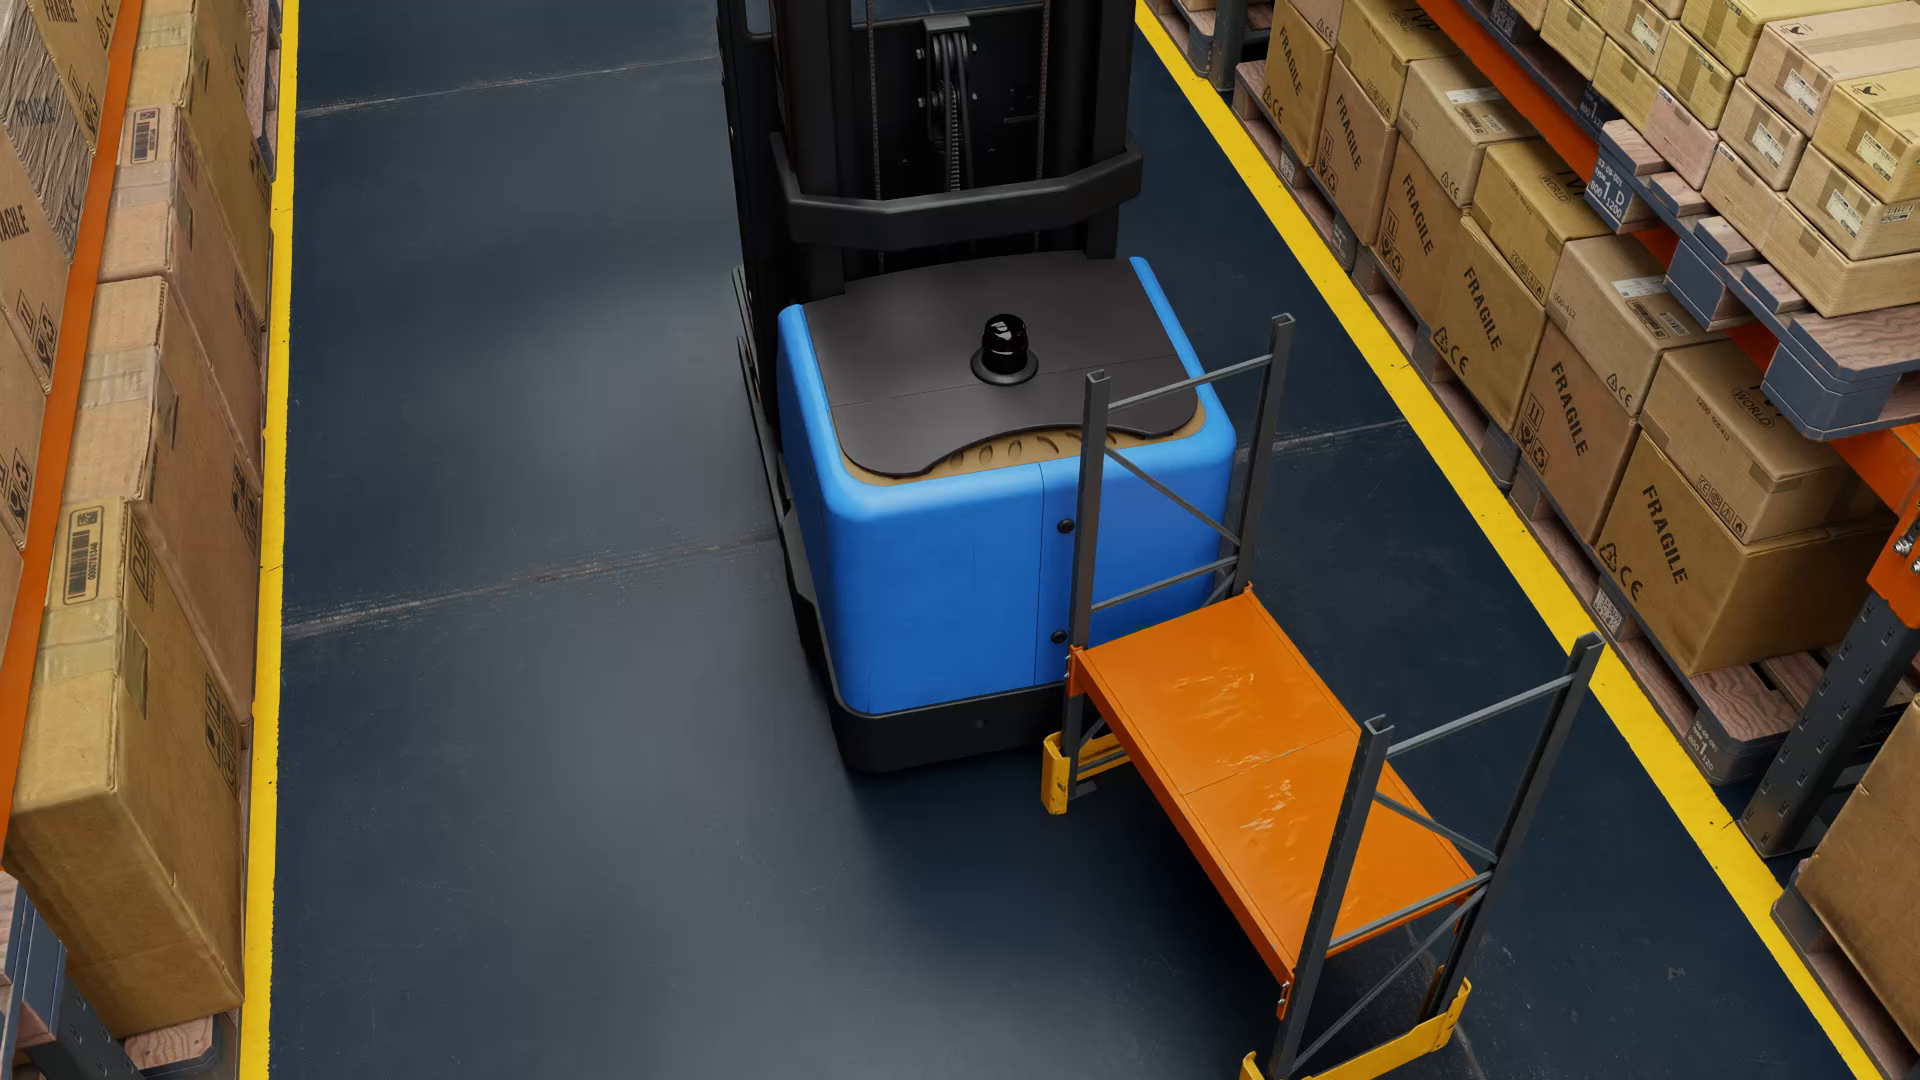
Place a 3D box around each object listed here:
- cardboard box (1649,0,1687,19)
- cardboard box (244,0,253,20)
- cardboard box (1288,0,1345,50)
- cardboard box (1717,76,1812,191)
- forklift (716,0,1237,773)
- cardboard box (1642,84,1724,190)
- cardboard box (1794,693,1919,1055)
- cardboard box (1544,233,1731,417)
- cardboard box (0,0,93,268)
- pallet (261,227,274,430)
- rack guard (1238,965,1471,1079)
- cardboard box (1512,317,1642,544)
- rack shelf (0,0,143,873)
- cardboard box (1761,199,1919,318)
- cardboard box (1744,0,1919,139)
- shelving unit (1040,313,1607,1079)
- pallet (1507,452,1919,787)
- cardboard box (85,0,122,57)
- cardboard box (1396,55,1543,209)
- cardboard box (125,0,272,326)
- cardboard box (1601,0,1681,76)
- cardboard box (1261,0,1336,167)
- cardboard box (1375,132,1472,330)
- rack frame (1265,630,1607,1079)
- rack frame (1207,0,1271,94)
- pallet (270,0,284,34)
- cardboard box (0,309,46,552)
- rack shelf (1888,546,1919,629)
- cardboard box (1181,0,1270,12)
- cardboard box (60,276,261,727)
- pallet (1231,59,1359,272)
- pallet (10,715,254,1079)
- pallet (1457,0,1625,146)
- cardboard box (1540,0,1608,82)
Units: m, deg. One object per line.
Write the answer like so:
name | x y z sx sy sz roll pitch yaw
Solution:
cardboard box | 1.826 -1.391 3.979 0.380 0.149 0.250 -9 46 -9
cardboard box | -3.571 -2.751 7.039 0.875 0.875 0.875 -11 47 -10
cardboard box | 1.505 -2.069 6.108 0.500 0.250 0.500 -13 47 -12
cardboard box | 1.959 -0.936 3.741 0.380 0.149 0.250 -9 46 -9
forklift | -0.143 -1.464 4.633 1.130 2.935 3.031 -9 46 -9
cardboard box | 1.897 -0.996 4.008 0.380 0.149 0.250 -10 46 -10
cardboard box | 2.665 0.746 3.700 1.050 0.750 0.750 -11 47 -11
cardboard box | 2.027 -0.637 4.705 0.500 0.250 0.500 -10 46 -10
cardboard box | -2.481 -0.969 4.029 0.500 0.500 0.500 -11 47 -10
pallet | -2.979 -0.761 5.848 1.003 0.211 1.213 -11 47 -10
rack guard | 0.916 1.196 3.903 0.587 0.250 0.087 -18 48 -17
cardboard box | 2.045 -0.369 4.968 0.500 0.500 0.500 -9 46 -9
rack shelf | -2.737 -0.623 4.264 1.077 0.370 4.000 -11 47 -10
cardboard box | 2.025 -0.647 3.666 0.380 0.149 0.250 -10 46 -10
cardboard box | 1.965 -1.027 3.621 0.380 0.149 0.250 -11 47 -11
shelving unit | 0.707 0.436 3.773 0.587 1.500 1.083 -18 48 -17
pallet | 2.397 0.105 4.999 1.003 0.211 1.213 -11 47 -10
cardboard box | -2.745 -1.675 4.721 0.500 0.500 0.500 -9 46 -9
cardboard box | 1.770 -1.349 5.403 0.500 0.250 0.500 -9 46 -9
cardboard box | -3.066 -1.221 5.540 1.225 0.875 0.875 -11 47 -10
cardboard box | 1.826 -1.290 4.088 0.380 0.149 0.250 -11 47 -10
cardboard box | 1.504 -1.806 6.376 0.500 0.500 0.500 -9 46 -9
cardboard box | 1.789 -1.082 5.666 0.500 0.500 0.500 -10 46 -10
rack frame | 0.924 0.771 3.444 0.500 1.500 0.032 -18 48 -17
rack frame | 1.572 -3.093 6.181 1.000 3.000 0.127 -11 47 -10
pallet | -3.684 -2.663 7.712 1.003 0.211 1.213 -11 47 -10
cardboard box | -2.221 -0.270 3.344 0.500 0.500 0.500 -12 47 -11
rack shelf | 3.108 1.301 2.378 1.077 0.370 4.000 -11 47 -10
cardboard box | 1.142 -2.450 7.253 0.380 0.149 0.250 -10 46 -10
cardboard box | -2.602 0.005 4.338 1.225 0.875 0.875 -11 47 -10
pallet | 1.772 -1.580 6.650 1.003 0.211 1.213 -11 47 -10
pallet | -2.354 0.924 4.197 1.003 0.211 1.213 -11 47 -10
pallet | 2.049 -1.623 4.875 1.003 0.211 1.213 -11 47 -10
cardboard box | 1.766 -1.354 4.359 0.380 0.149 0.250 -13 47 -12
